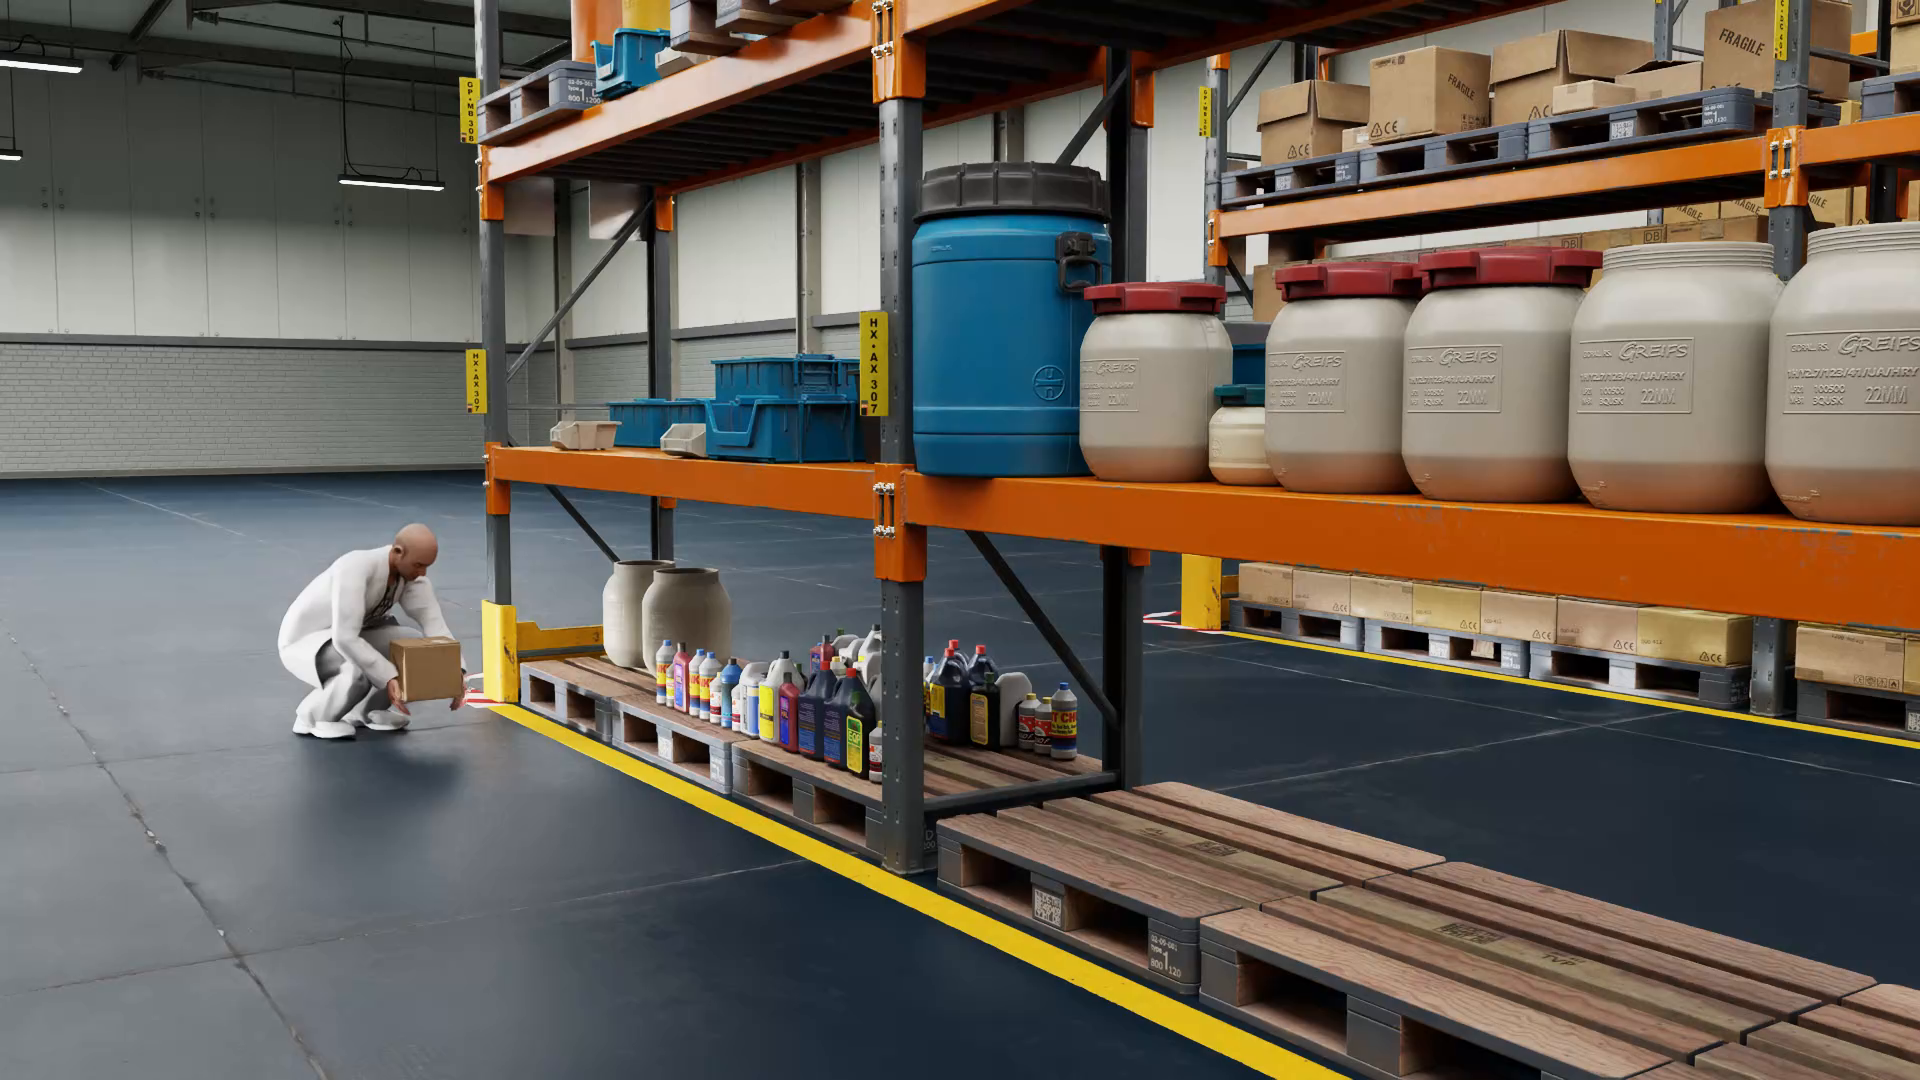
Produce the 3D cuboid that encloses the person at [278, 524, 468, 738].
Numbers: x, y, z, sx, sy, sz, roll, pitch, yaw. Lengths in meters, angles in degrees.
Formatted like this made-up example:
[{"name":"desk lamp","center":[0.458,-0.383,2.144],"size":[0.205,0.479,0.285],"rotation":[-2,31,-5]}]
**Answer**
[{"name":"person","center":[-2.696,0.414,7.643],"size":[0.930,0.977,0.592],"rotation":[2,5,24]}]
